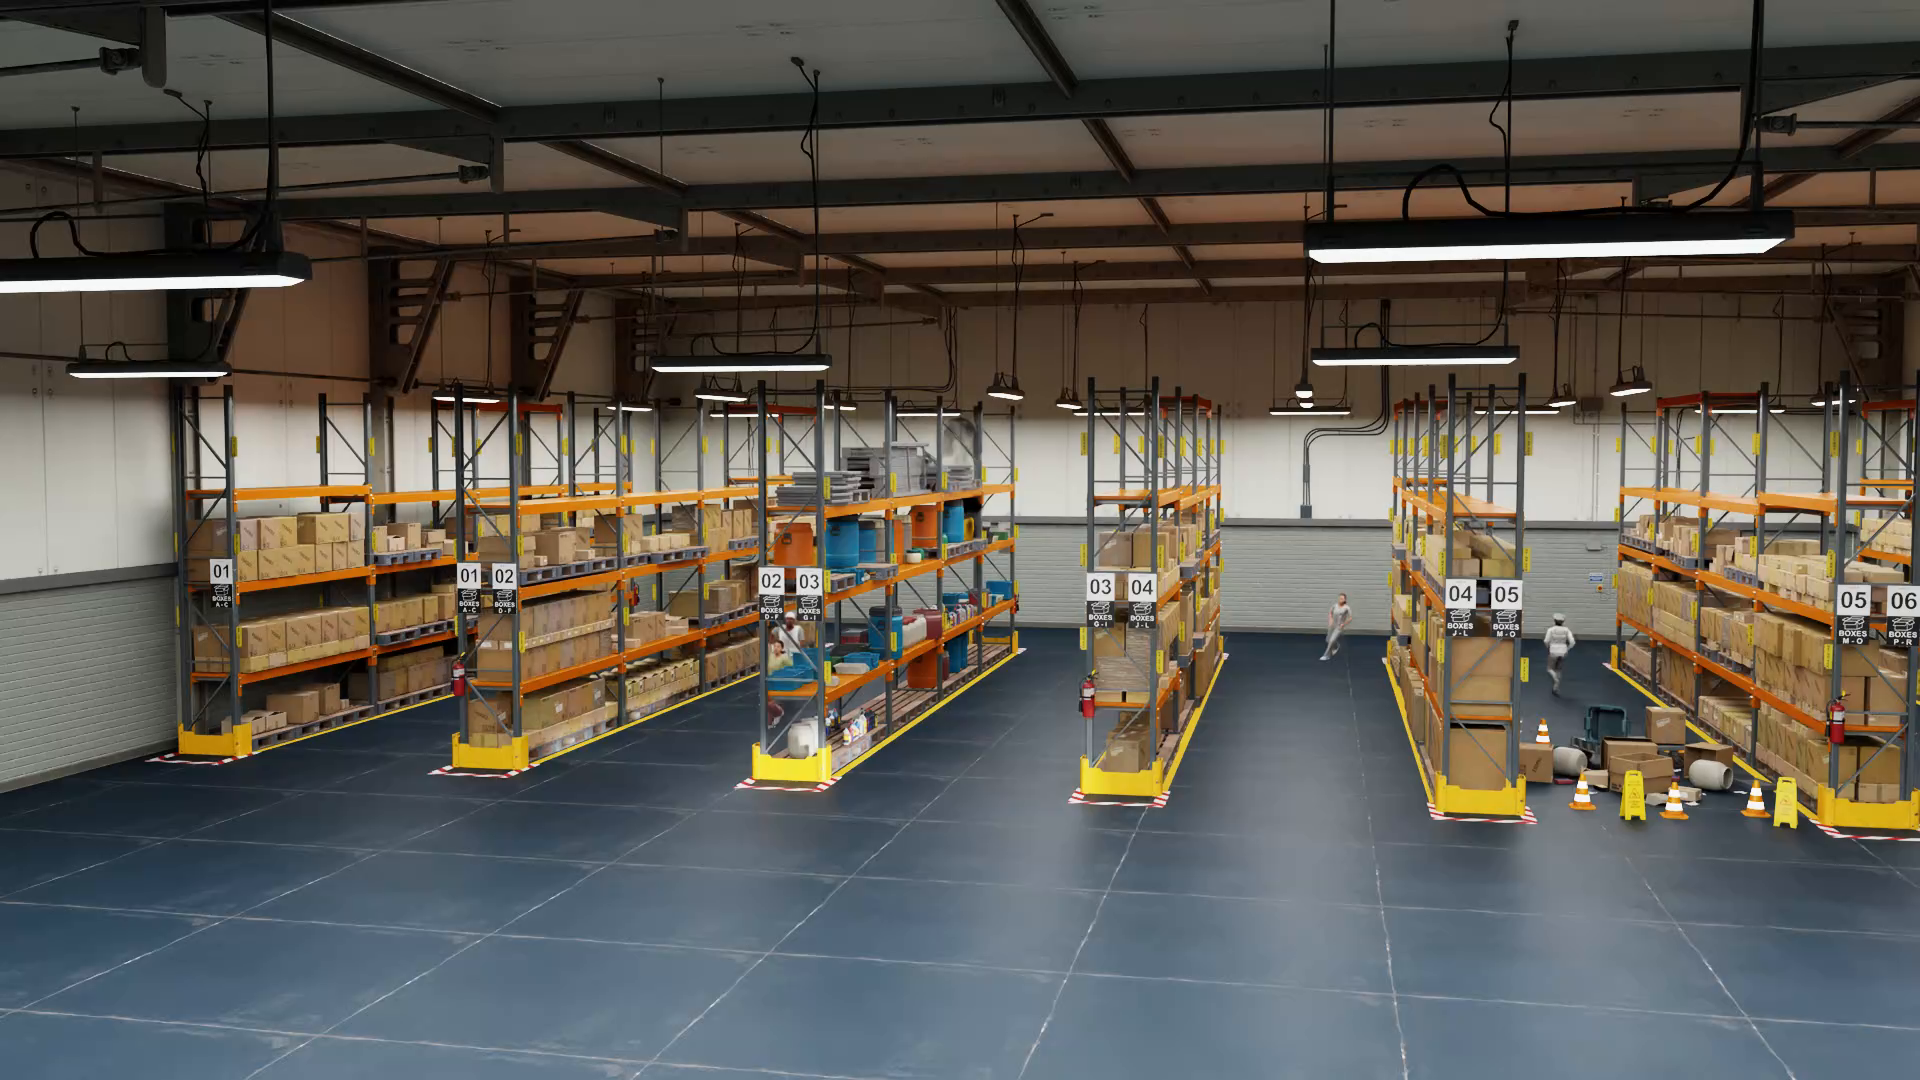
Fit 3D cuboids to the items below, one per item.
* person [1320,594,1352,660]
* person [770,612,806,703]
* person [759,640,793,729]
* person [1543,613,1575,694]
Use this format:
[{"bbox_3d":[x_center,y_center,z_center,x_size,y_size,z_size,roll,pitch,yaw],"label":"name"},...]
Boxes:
[{"bbox_3d":[8.899,2.034,38.999,0.651,1.567,0.708,3,4,39],"label":"person"},{"bbox_3d":[-3.385,2.292,32.642,0.709,1.775,0.877,0,3,-3],"label":"person"},{"bbox_3d":[-3.259,2.558,29.336,0.632,1.608,0.524,2,4,34],"label":"person"},{"bbox_3d":[12.062,2.299,33.516,0.605,1.658,0.596,0,3,5],"label":"person"}]
